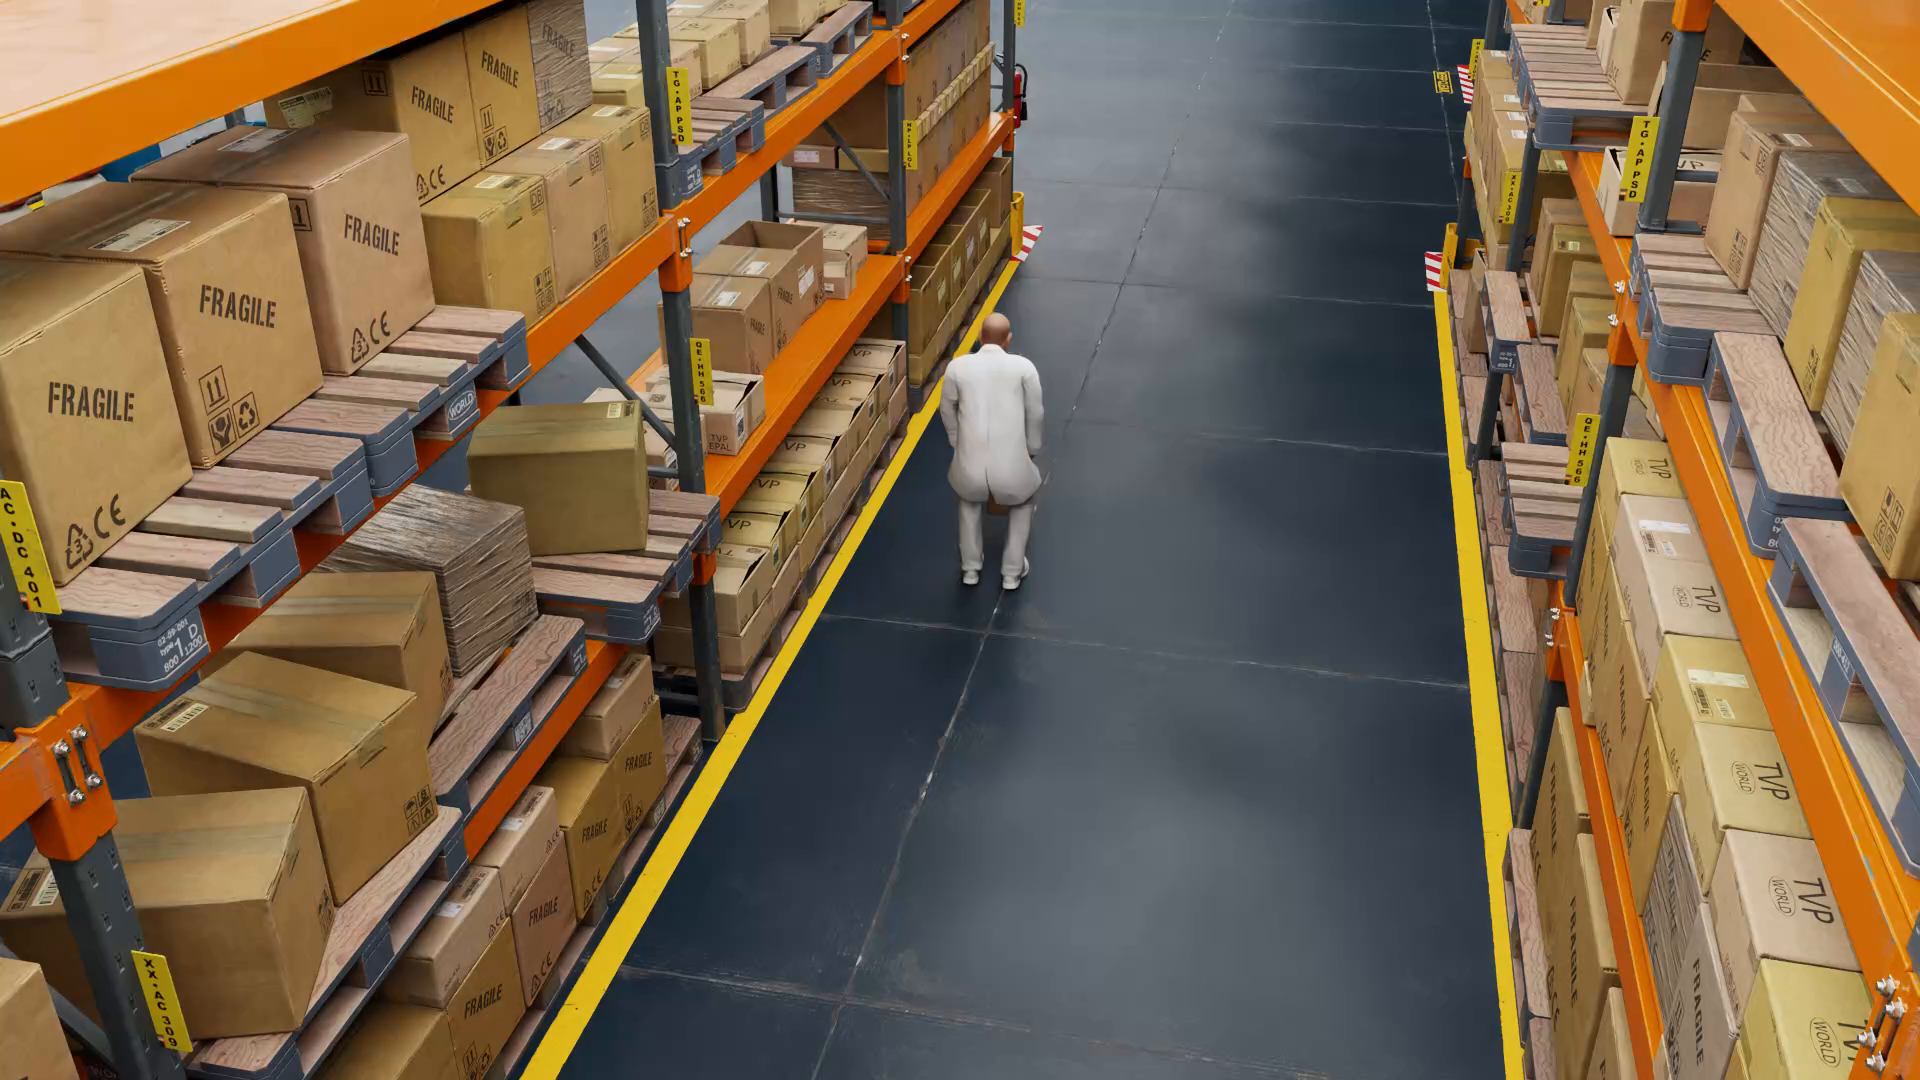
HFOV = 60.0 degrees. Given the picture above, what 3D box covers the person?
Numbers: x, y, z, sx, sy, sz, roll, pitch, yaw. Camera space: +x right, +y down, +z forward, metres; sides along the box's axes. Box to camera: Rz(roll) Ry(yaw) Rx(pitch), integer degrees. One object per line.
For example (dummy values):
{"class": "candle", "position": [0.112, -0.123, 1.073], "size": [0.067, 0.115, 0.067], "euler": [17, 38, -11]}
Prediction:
{"class": "person", "position": [0.182, -0.505, 9.757], "size": [0.607, 1.612, 0.564], "euler": [6, 29, 11]}
